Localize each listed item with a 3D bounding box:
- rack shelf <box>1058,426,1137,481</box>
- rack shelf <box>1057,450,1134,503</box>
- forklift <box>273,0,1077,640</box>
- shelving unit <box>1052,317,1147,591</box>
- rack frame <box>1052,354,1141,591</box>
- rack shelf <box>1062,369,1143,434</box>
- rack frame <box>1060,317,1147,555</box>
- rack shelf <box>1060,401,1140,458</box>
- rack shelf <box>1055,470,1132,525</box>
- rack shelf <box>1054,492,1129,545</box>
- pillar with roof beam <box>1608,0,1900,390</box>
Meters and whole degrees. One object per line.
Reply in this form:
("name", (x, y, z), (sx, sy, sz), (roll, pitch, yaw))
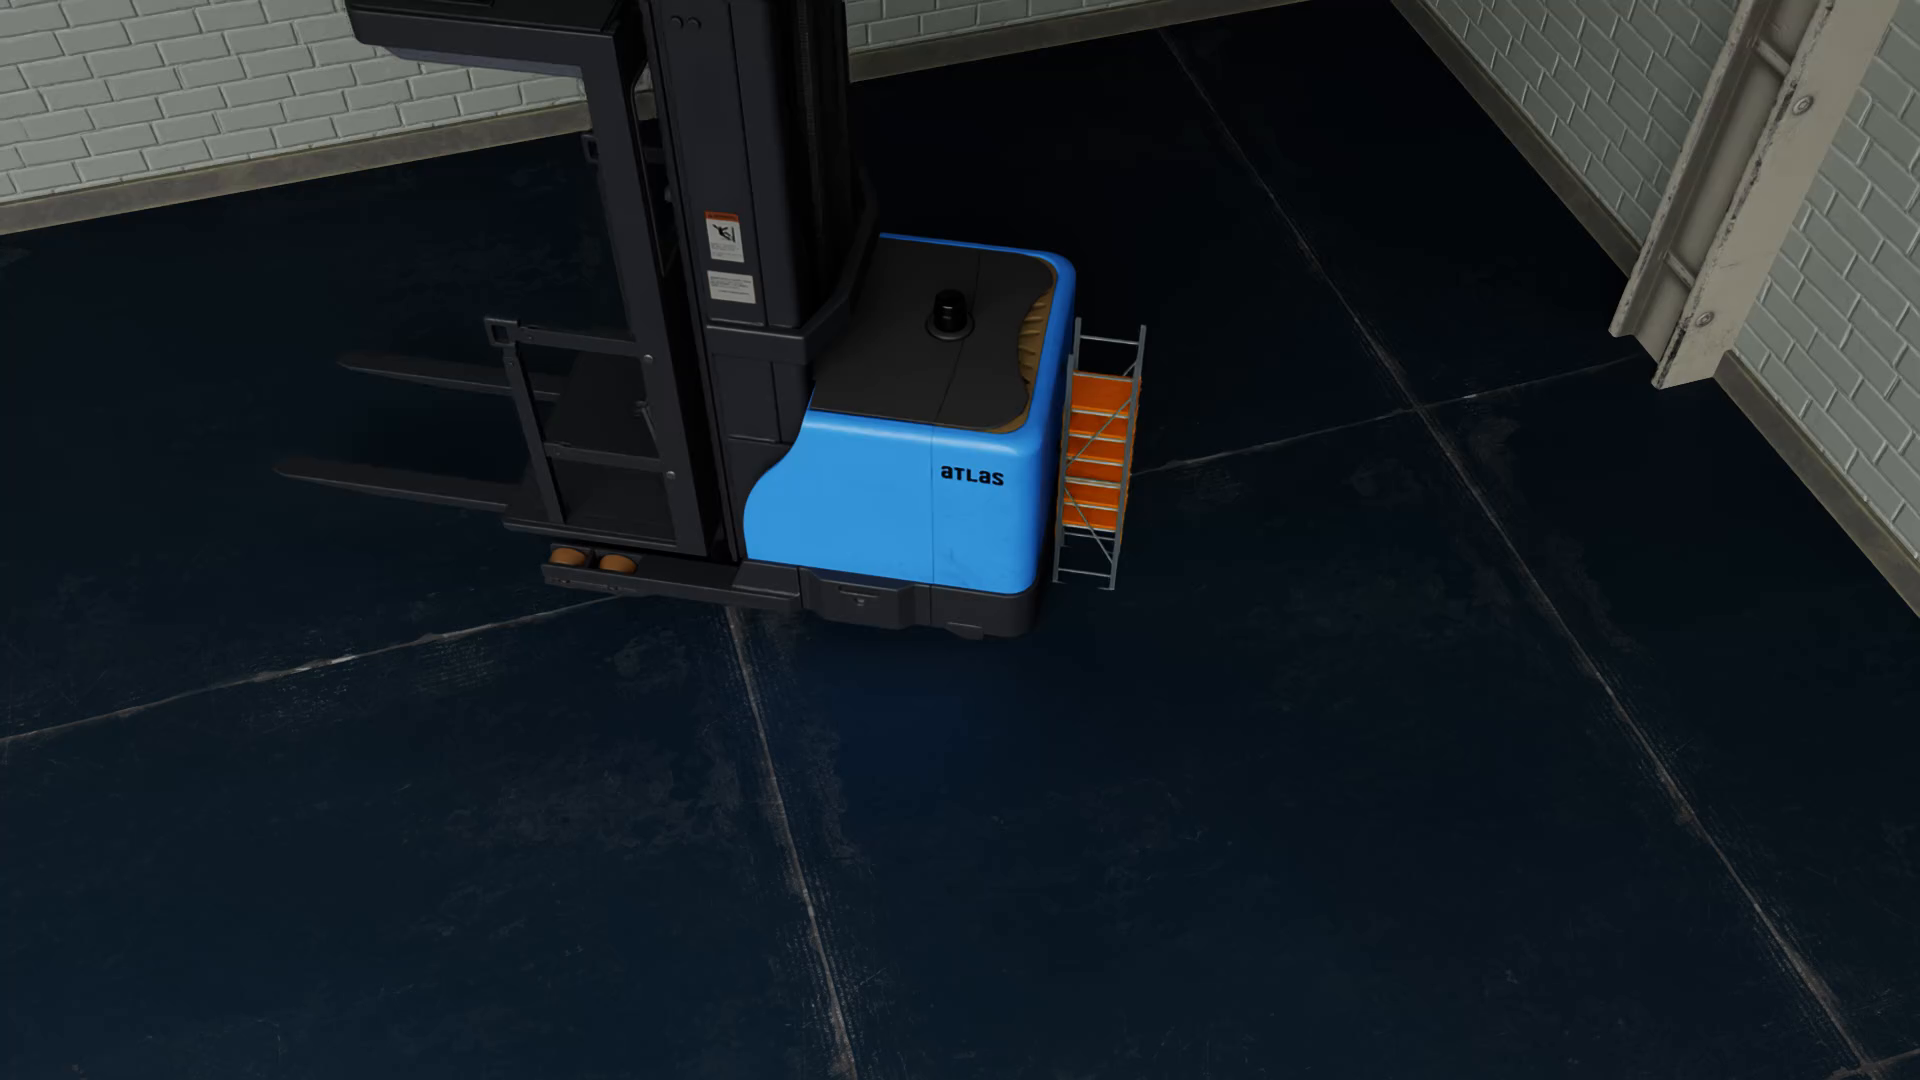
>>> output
("rack shelf", (0.491, -0.327, 5.931), (0.258, 0.103, 0.180), (8, 50, 6))
("rack shelf", (0.491, -0.250, 6.023), (0.258, 0.103, 0.180), (8, 50, 6))
("forklift", (-1.132, -1.123, 5.569), (3.031, 2.935, 1.130), (8, 50, 6))
("shelving unit", (0.491, -0.278, 5.989), (0.258, 1.200, 0.189), (8, 50, 6))
("rack frame", (0.475, -0.209, 5.931), (0.240, 1.200, 0.006), (8, 50, 6))
("rack shelf", (0.491, -0.482, 5.748), (0.258, 0.103, 0.180), (8, 50, 6))
("rack frame", (0.507, -0.347, 6.047), (0.240, 1.200, 0.006), (8, 50, 6))
("rack shelf", (0.491, -0.404, 5.840), (0.258, 0.103, 0.180), (8, 50, 6))
("rack shelf", (0.490, -0.172, 6.115), (0.258, 0.103, 0.180), (8, 50, 6))
("rack shelf", (0.490, -0.095, 6.207), (0.258, 0.103, 0.180), (8, 50, 6))
("pillar with roof beam", (-1.056, -2.746, 2.969), (9.100, 9.000, 0.400), (-13, 51, -11))
